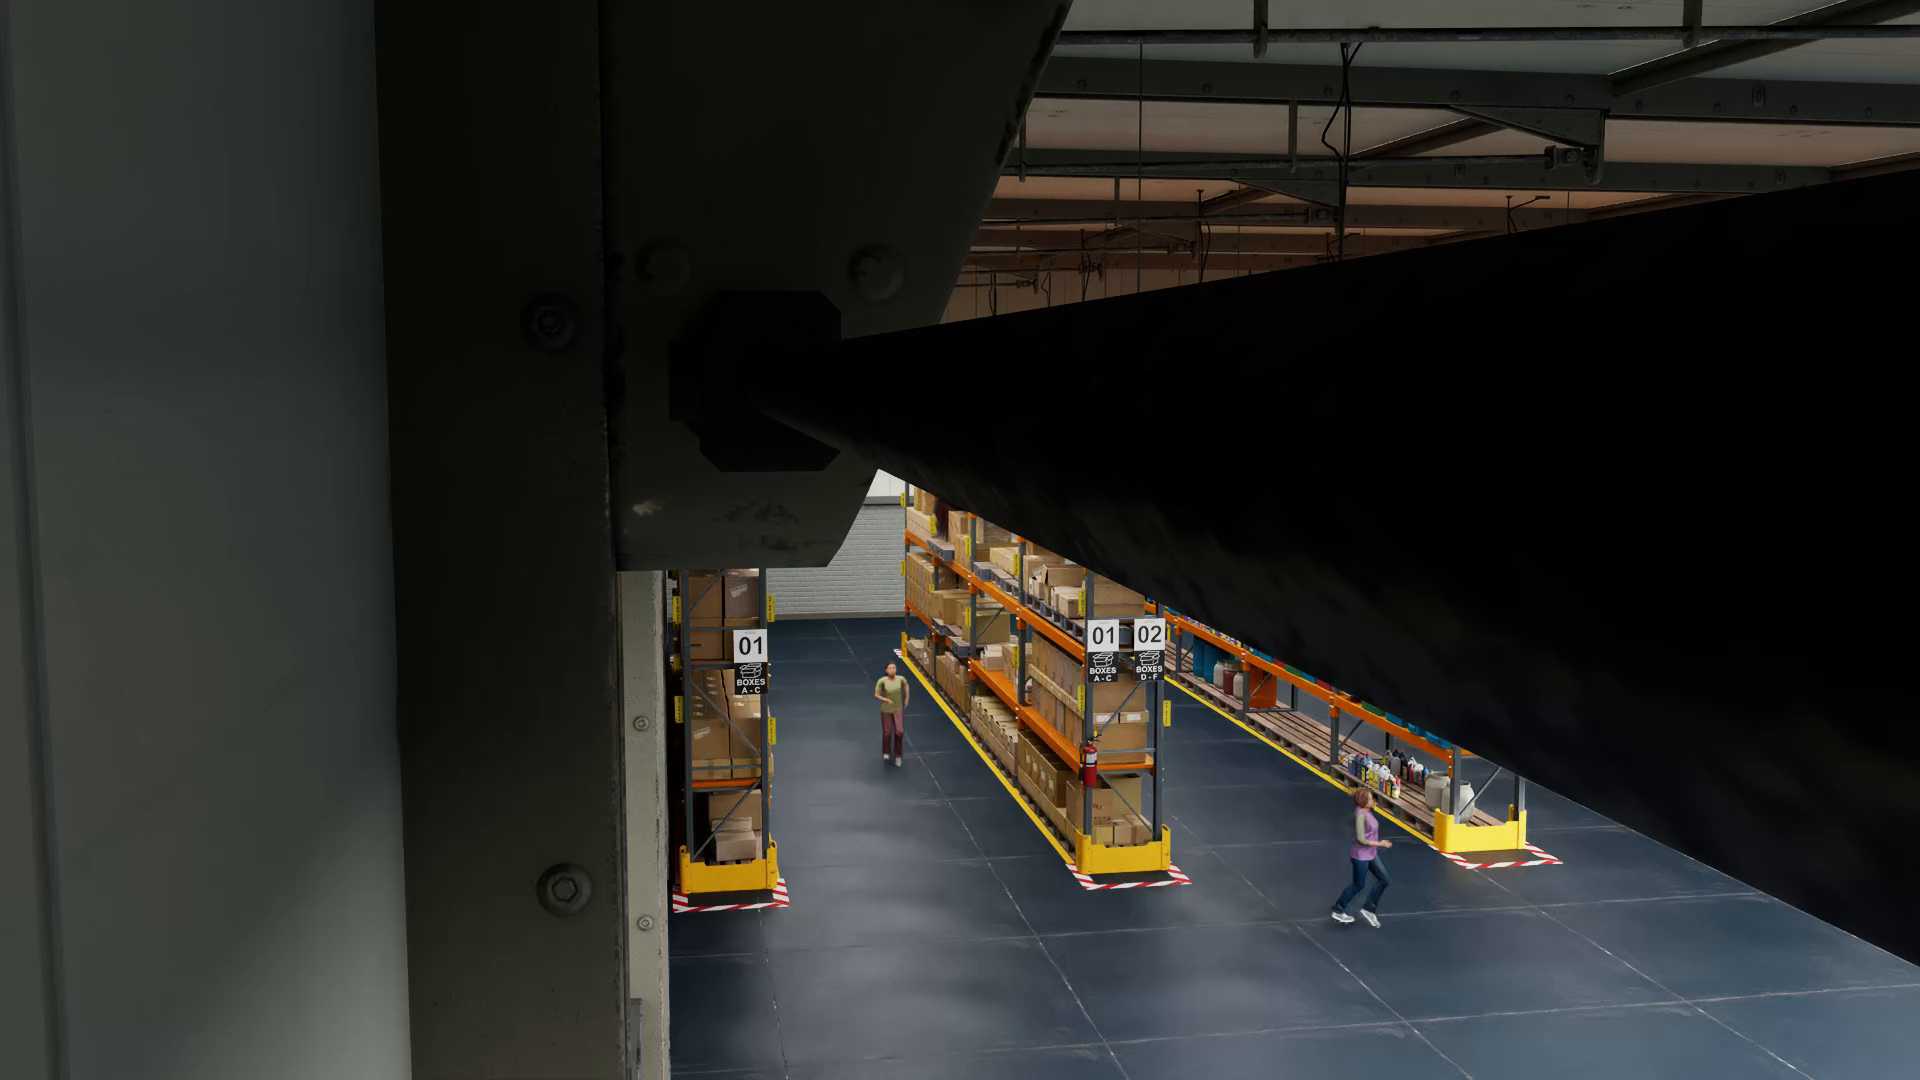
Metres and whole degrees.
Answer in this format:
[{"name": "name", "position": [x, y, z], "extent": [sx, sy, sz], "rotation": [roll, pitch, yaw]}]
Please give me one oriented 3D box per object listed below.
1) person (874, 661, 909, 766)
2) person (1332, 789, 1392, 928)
[{"name": "person", "position": [-1.081, 2.770, 26.527], "extent": [0.592, 1.719, 0.698], "rotation": [-1, 6, -13]}, {"name": "person", "position": [4.560, 3.598, 18.823], "extent": [0.665, 1.609, 0.543], "rotation": [3, 7, 27]}]
